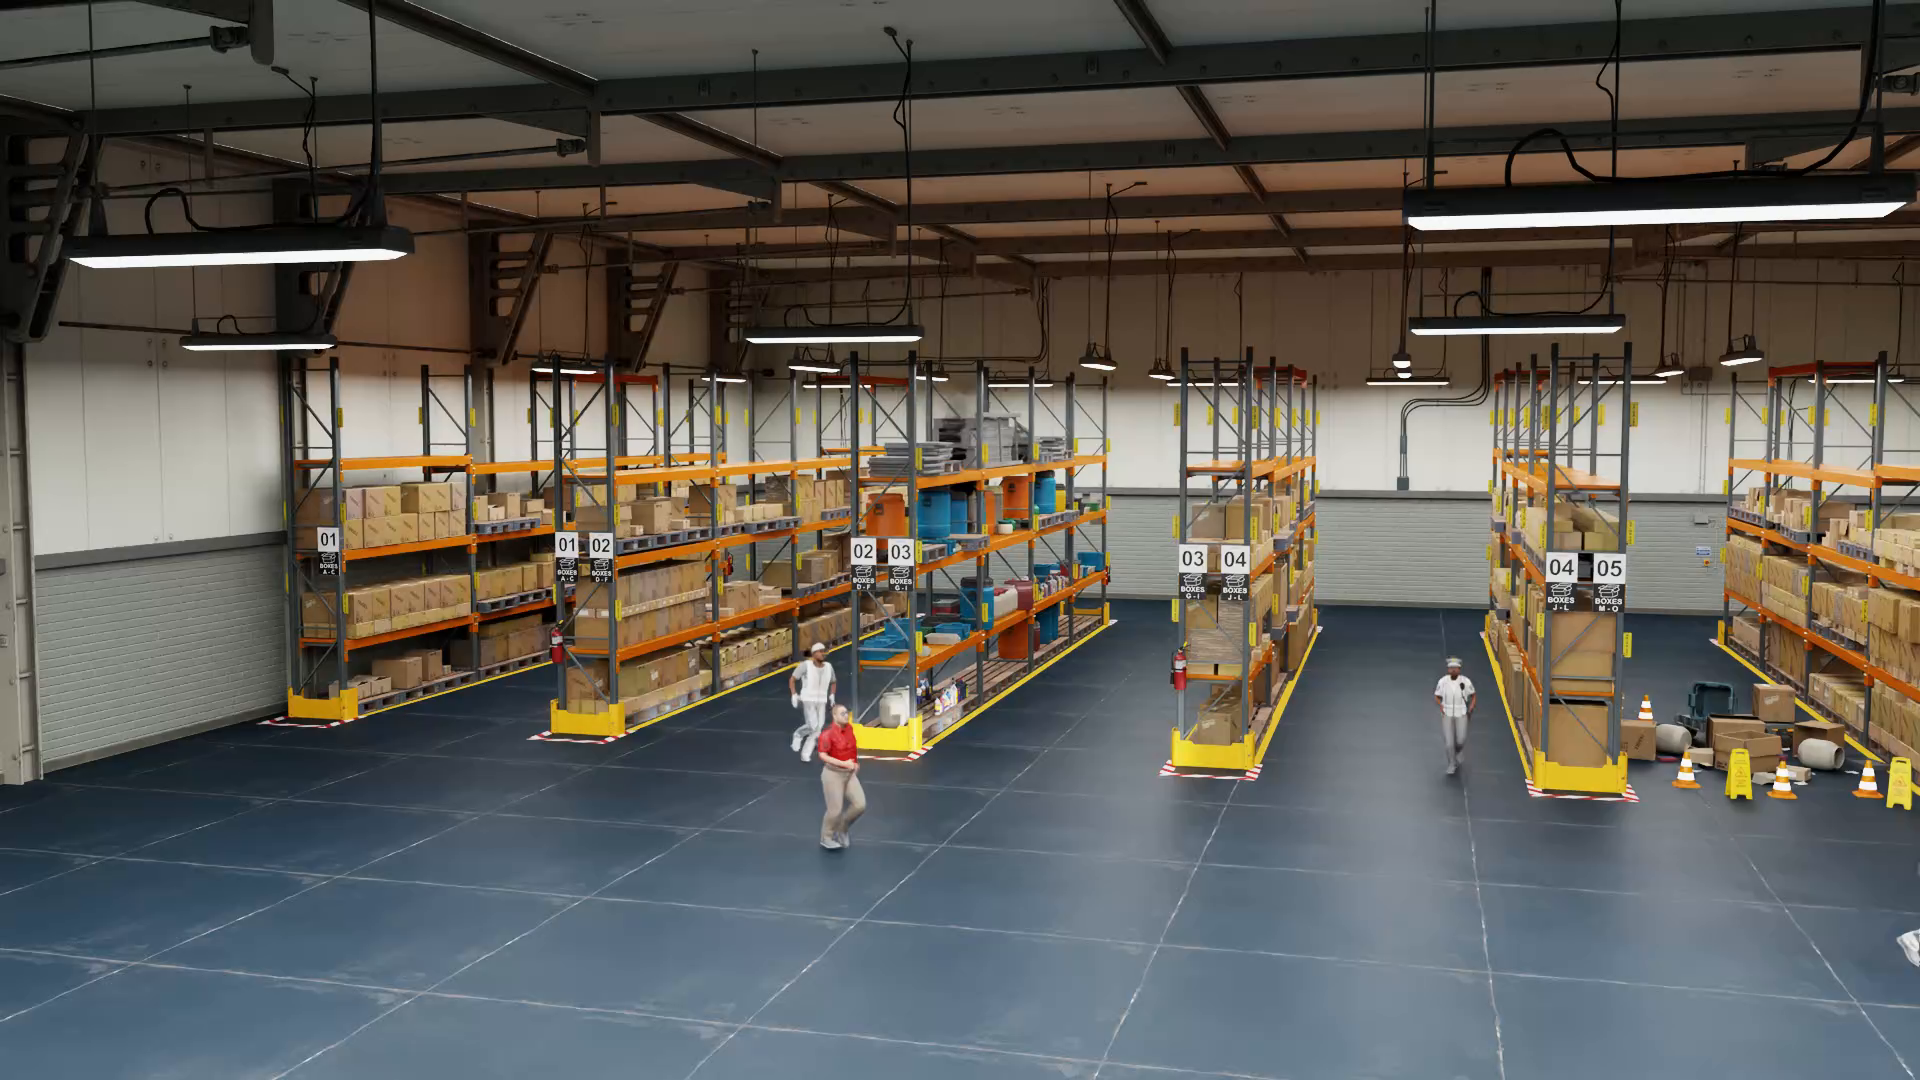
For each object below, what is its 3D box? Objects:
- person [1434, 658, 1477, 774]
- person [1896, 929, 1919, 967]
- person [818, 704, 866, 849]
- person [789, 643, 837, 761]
[{"bbox_3d":[6.954,2.472,23.383,0.570,1.651,0.543,2,4,21],"label":"person"},{"bbox_3d":[8.764,3.050,14.719,0.662,1.763,0.783,-4,6,-43],"label":"person"},{"bbox_3d":[-1.337,2.749,19.185,0.658,1.720,0.684,4,6,41],"label":"person"},{"bbox_3d":[-2.104,2.366,24.322,0.733,1.706,0.545,-3,5,-31],"label":"person"}]
